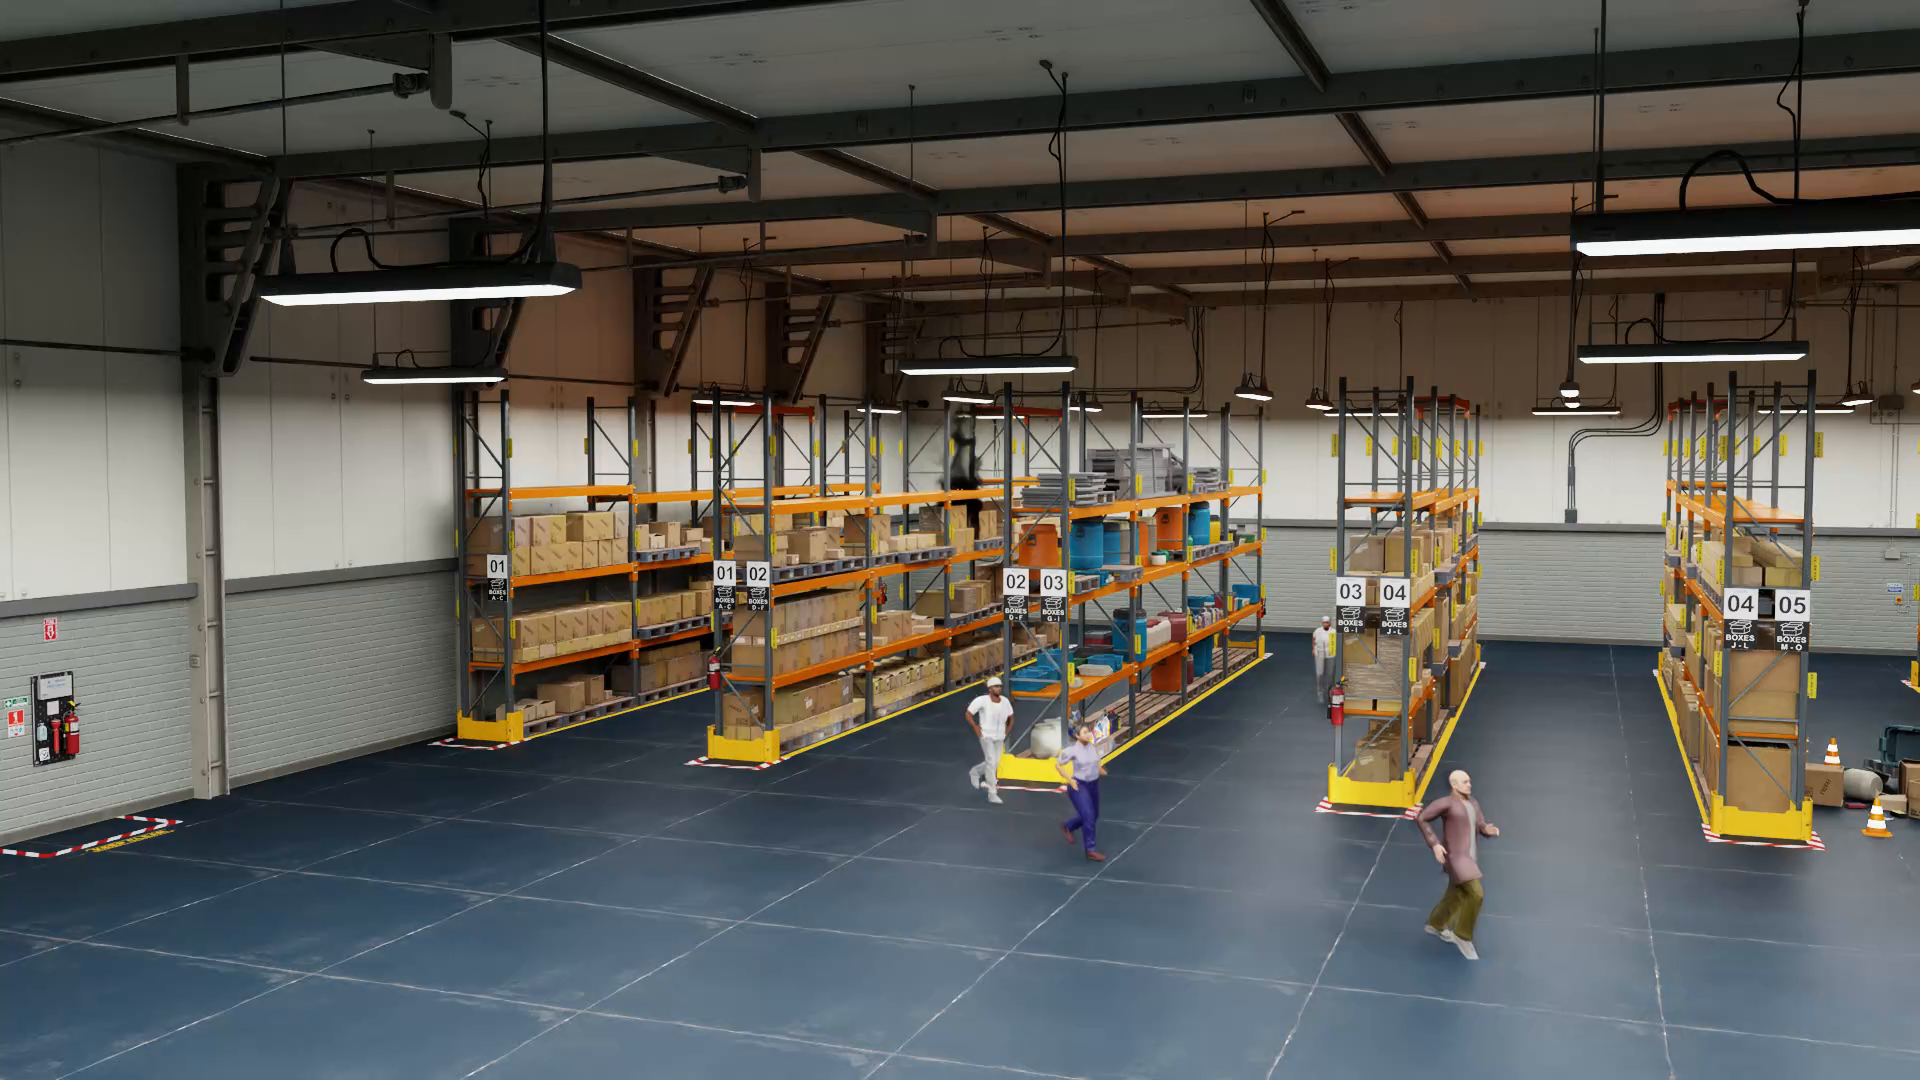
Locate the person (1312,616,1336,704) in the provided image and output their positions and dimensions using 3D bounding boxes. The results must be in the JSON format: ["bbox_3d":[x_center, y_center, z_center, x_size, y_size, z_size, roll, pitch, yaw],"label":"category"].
[{"bbox_3d":[7.250,2.349,32.930,0.571,1.711,0.838,1,3,16],"label":"person"}]

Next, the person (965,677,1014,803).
[{"bbox_3d":[0.448,2.836,23.870,0.737,1.765,0.885,-2,4,-31],"label":"person"}]

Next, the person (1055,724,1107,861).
[{"bbox_3d":[1.507,3.077,20.411,0.621,1.595,0.802,-3,4,-44],"label":"person"}]

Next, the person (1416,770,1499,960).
[{"bbox_3d":[4.968,3.210,16.523,0.673,1.845,0.819,-3,4,-44],"label":"person"}]
